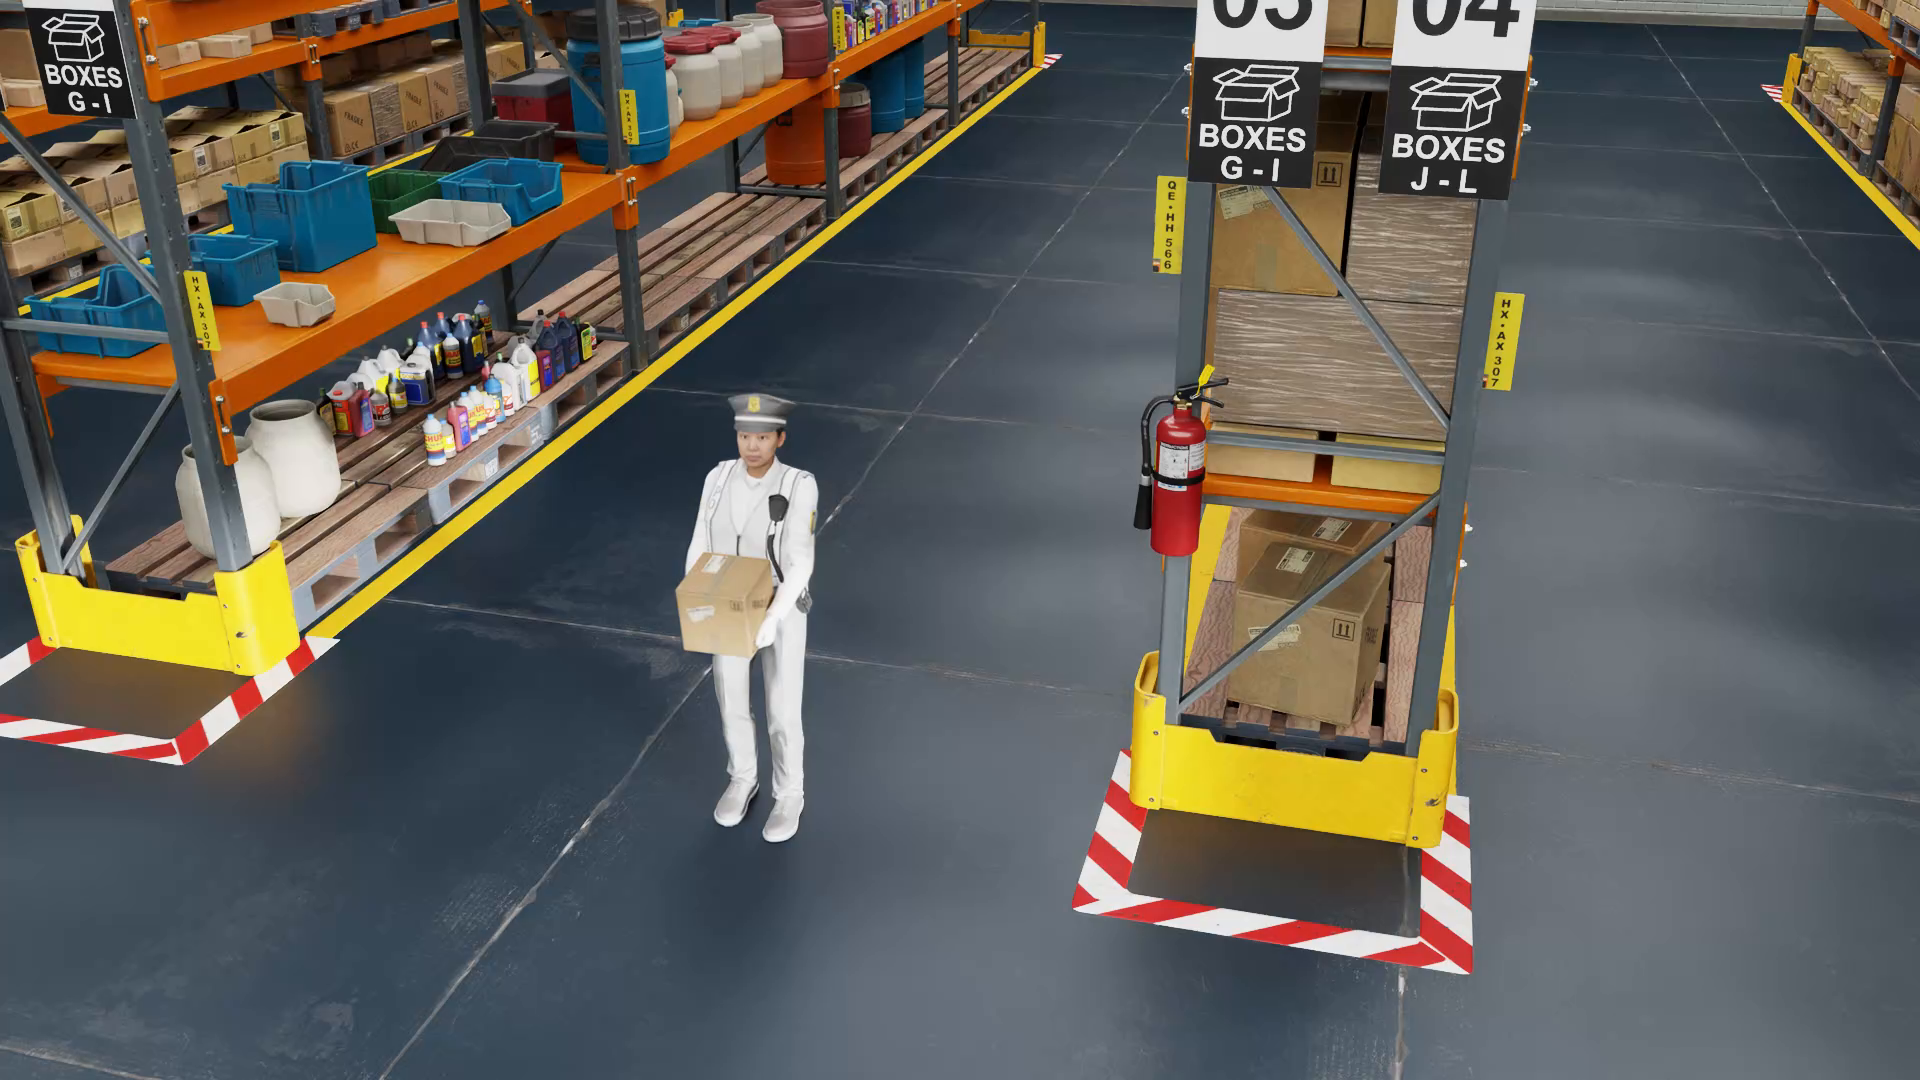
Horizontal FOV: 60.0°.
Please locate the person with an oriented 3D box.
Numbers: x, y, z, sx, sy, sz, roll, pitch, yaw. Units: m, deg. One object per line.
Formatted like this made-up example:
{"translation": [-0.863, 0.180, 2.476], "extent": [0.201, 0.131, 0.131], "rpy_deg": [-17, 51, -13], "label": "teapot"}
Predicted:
{"translation": [-0.745, 0.290, 5.971], "extent": [0.460, 1.686, 0.564], "rpy_deg": [6, 26, 13], "label": "person"}
